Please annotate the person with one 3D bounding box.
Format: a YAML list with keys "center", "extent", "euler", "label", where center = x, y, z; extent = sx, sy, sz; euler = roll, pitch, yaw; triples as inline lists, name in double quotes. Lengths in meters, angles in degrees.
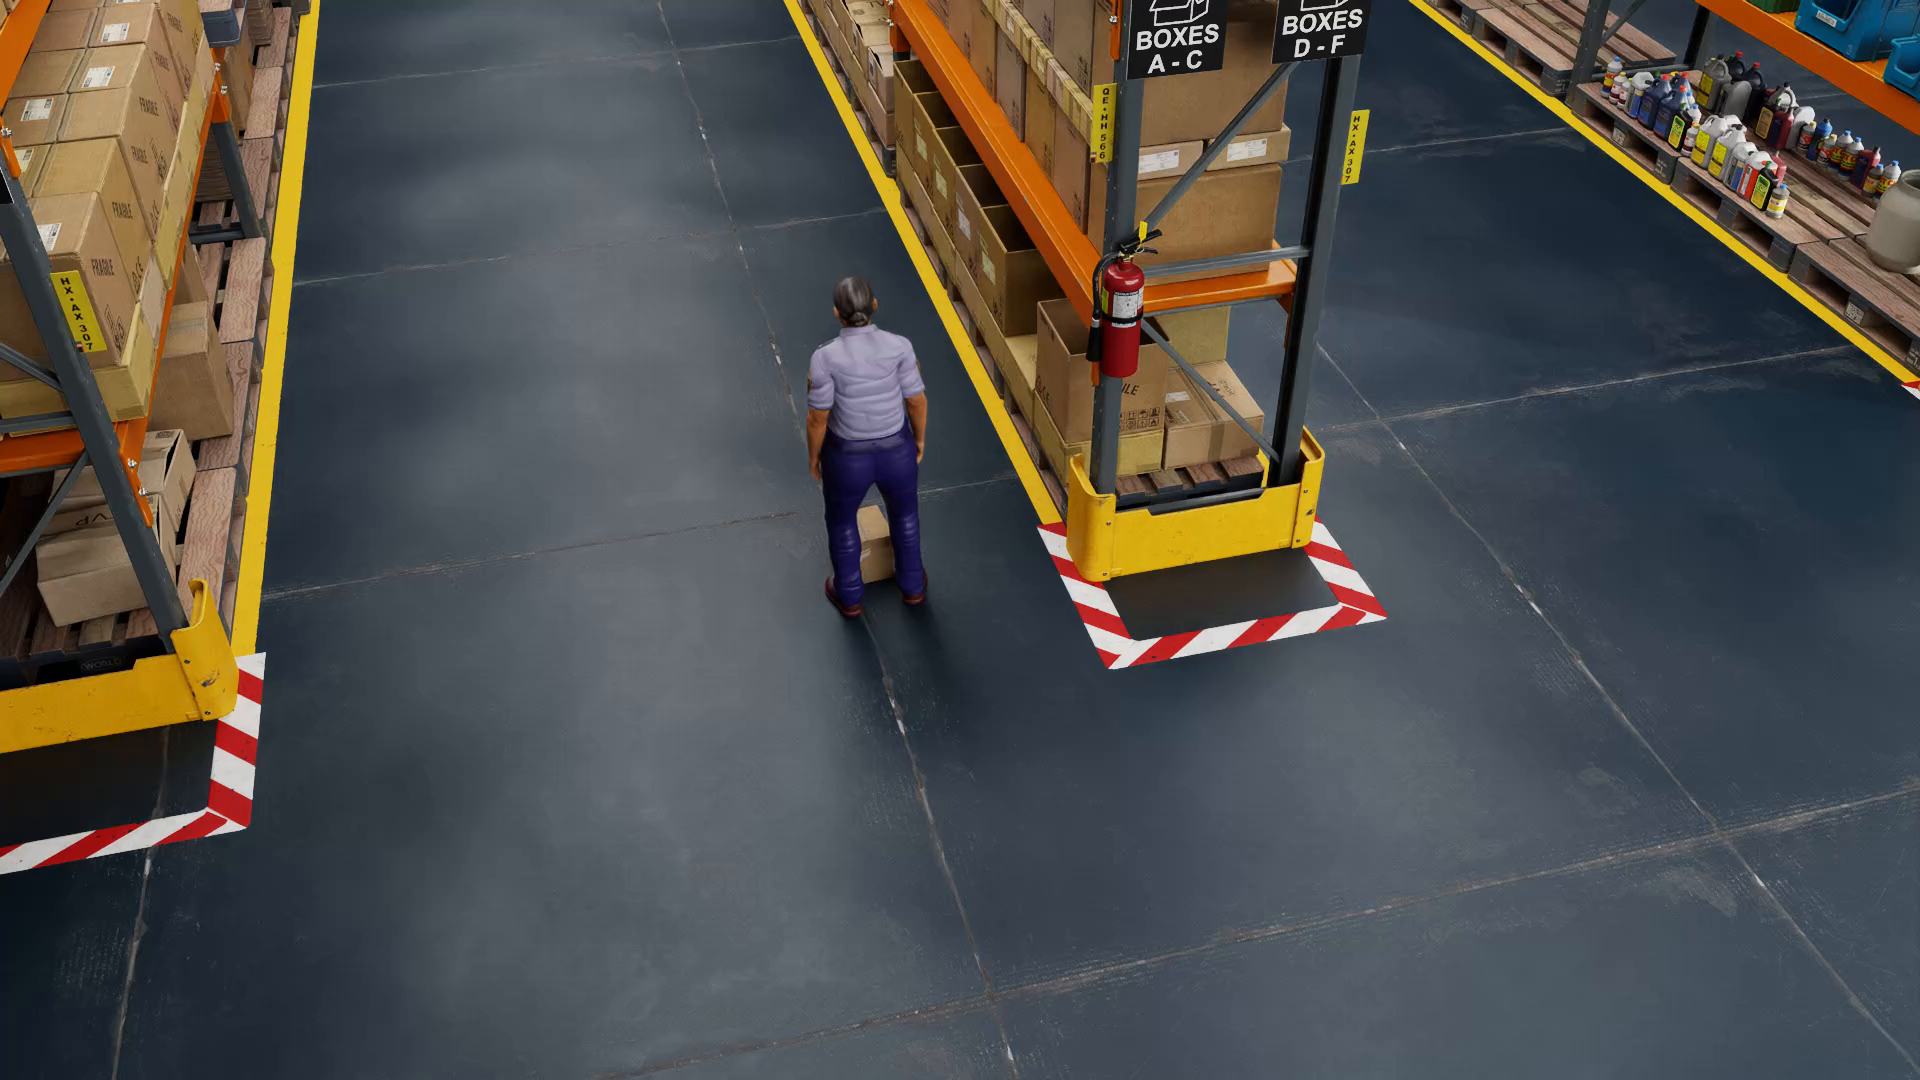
- center: [-0.394, -0.377, 7.195]
  extent: [0.537, 1.651, 0.374]
  euler: [-9, 39, -12]
  label: "person"
